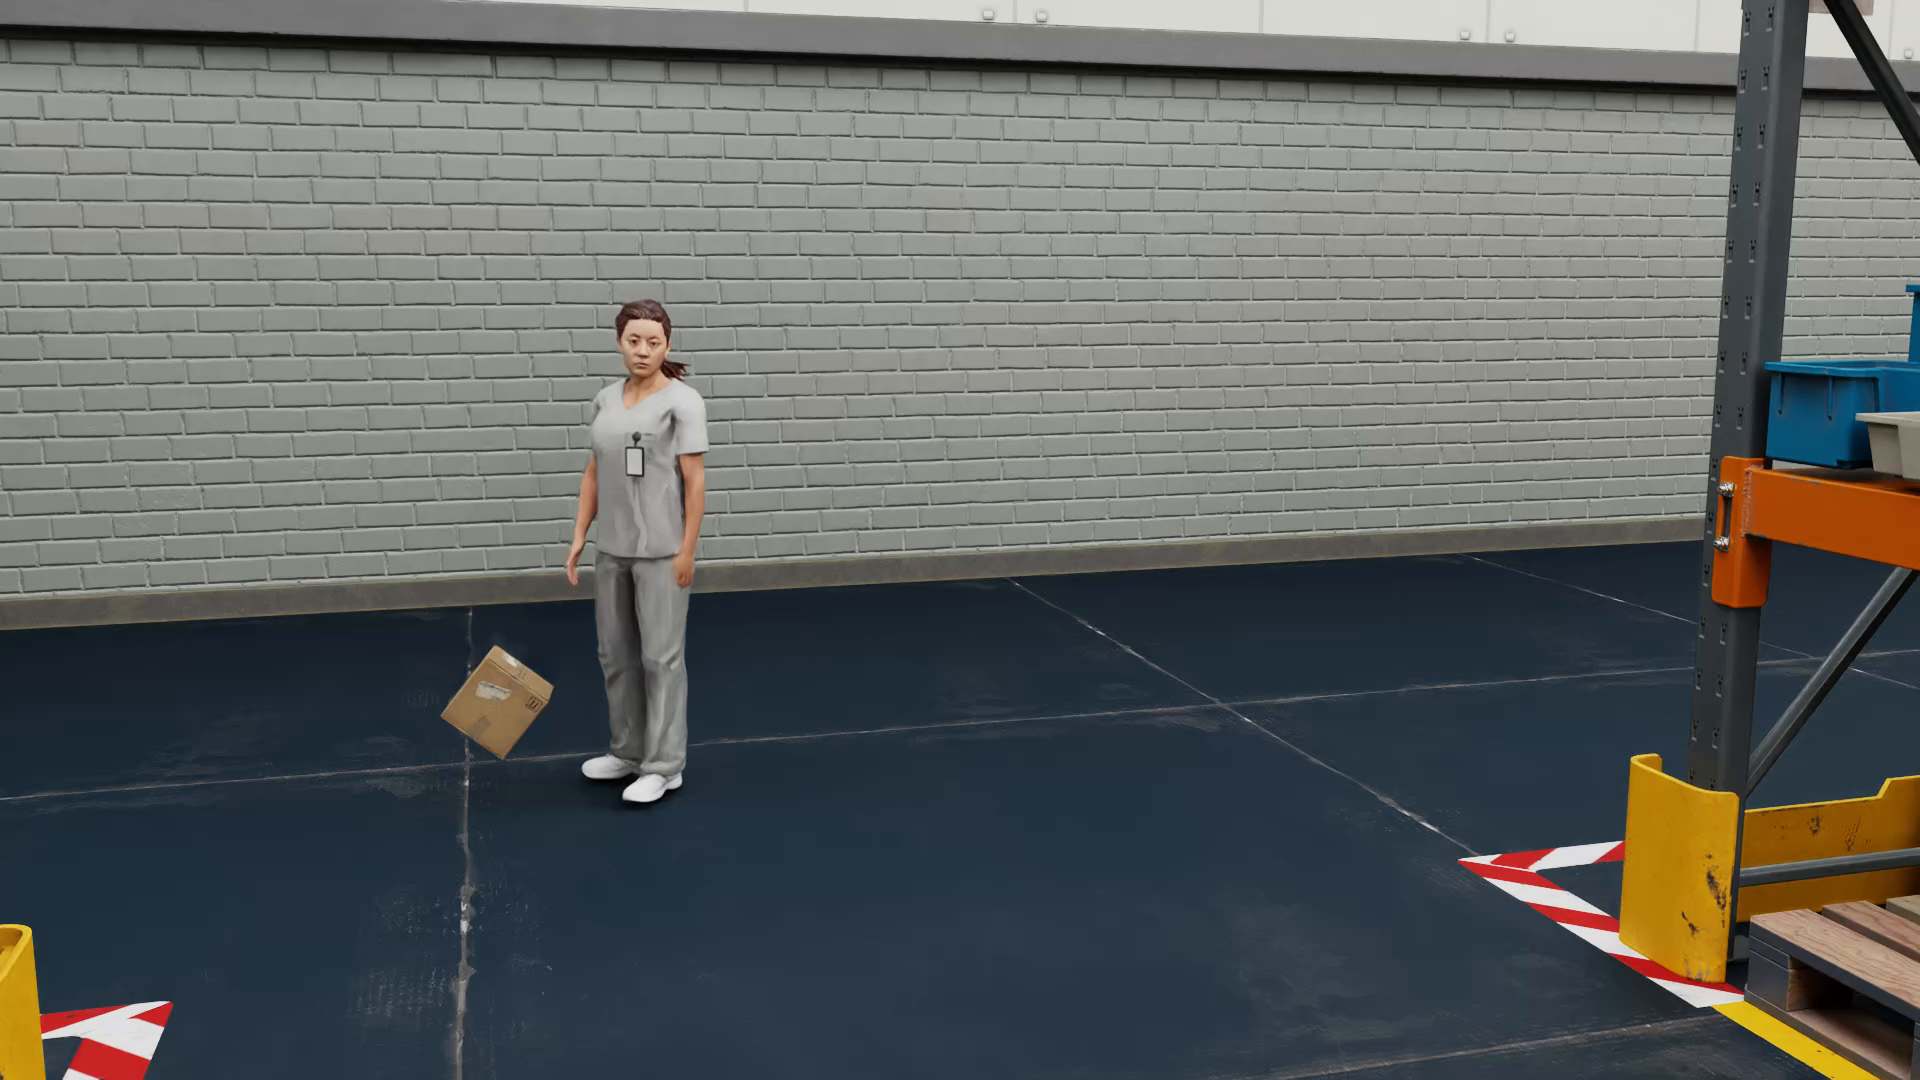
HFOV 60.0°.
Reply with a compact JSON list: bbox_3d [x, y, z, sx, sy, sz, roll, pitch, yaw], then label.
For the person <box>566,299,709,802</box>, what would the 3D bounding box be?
[{"bbox_3d":[-1.101,0.164,5.593,0.602,1.417,0.391,5,11,30],"label":"person"}]
